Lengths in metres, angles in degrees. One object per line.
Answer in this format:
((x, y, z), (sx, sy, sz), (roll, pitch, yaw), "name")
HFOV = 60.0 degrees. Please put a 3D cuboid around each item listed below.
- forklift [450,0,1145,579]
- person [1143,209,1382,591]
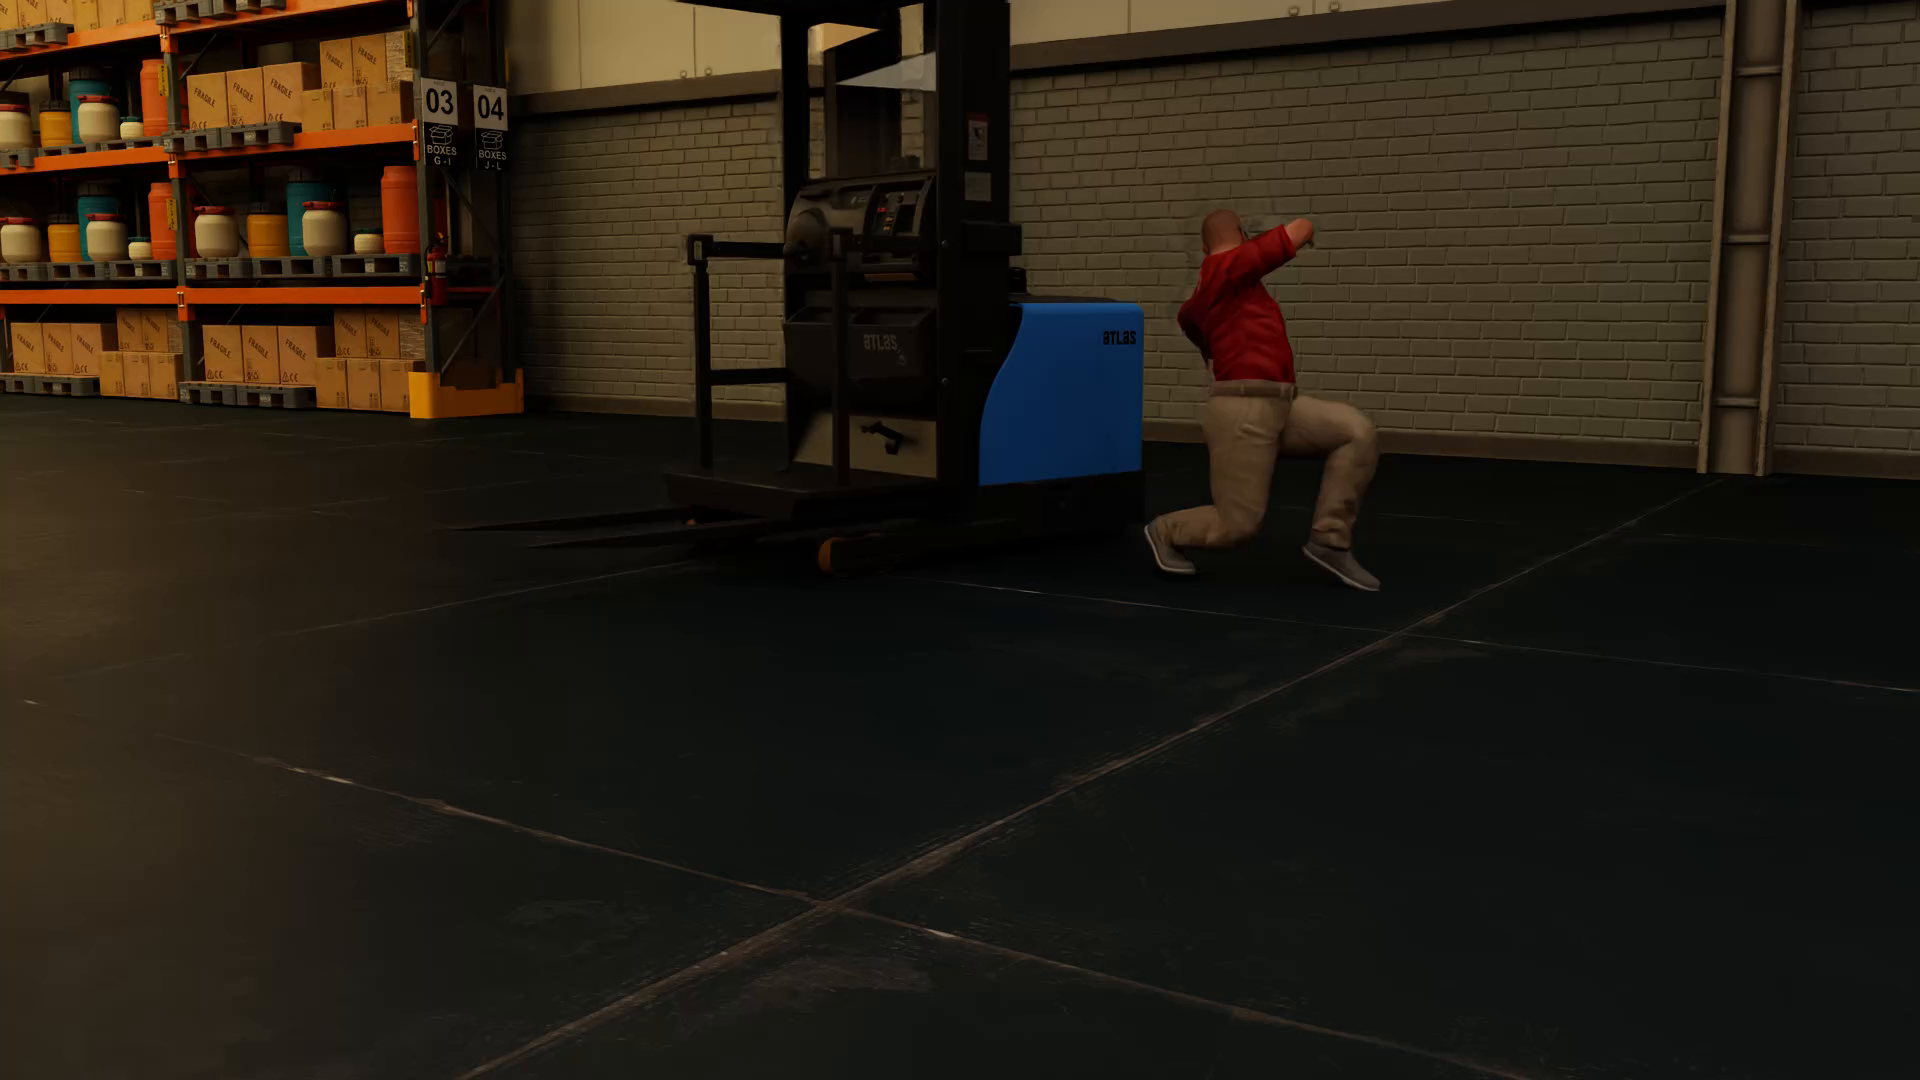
((-0.590, -1.382, 6.912), (3.031, 2.935, 1.130), (-7, 11, -40), "forklift")
((1.241, -0.567, 6.562), (0.956, 1.447, 0.977), (4, 9, 25), "person")
